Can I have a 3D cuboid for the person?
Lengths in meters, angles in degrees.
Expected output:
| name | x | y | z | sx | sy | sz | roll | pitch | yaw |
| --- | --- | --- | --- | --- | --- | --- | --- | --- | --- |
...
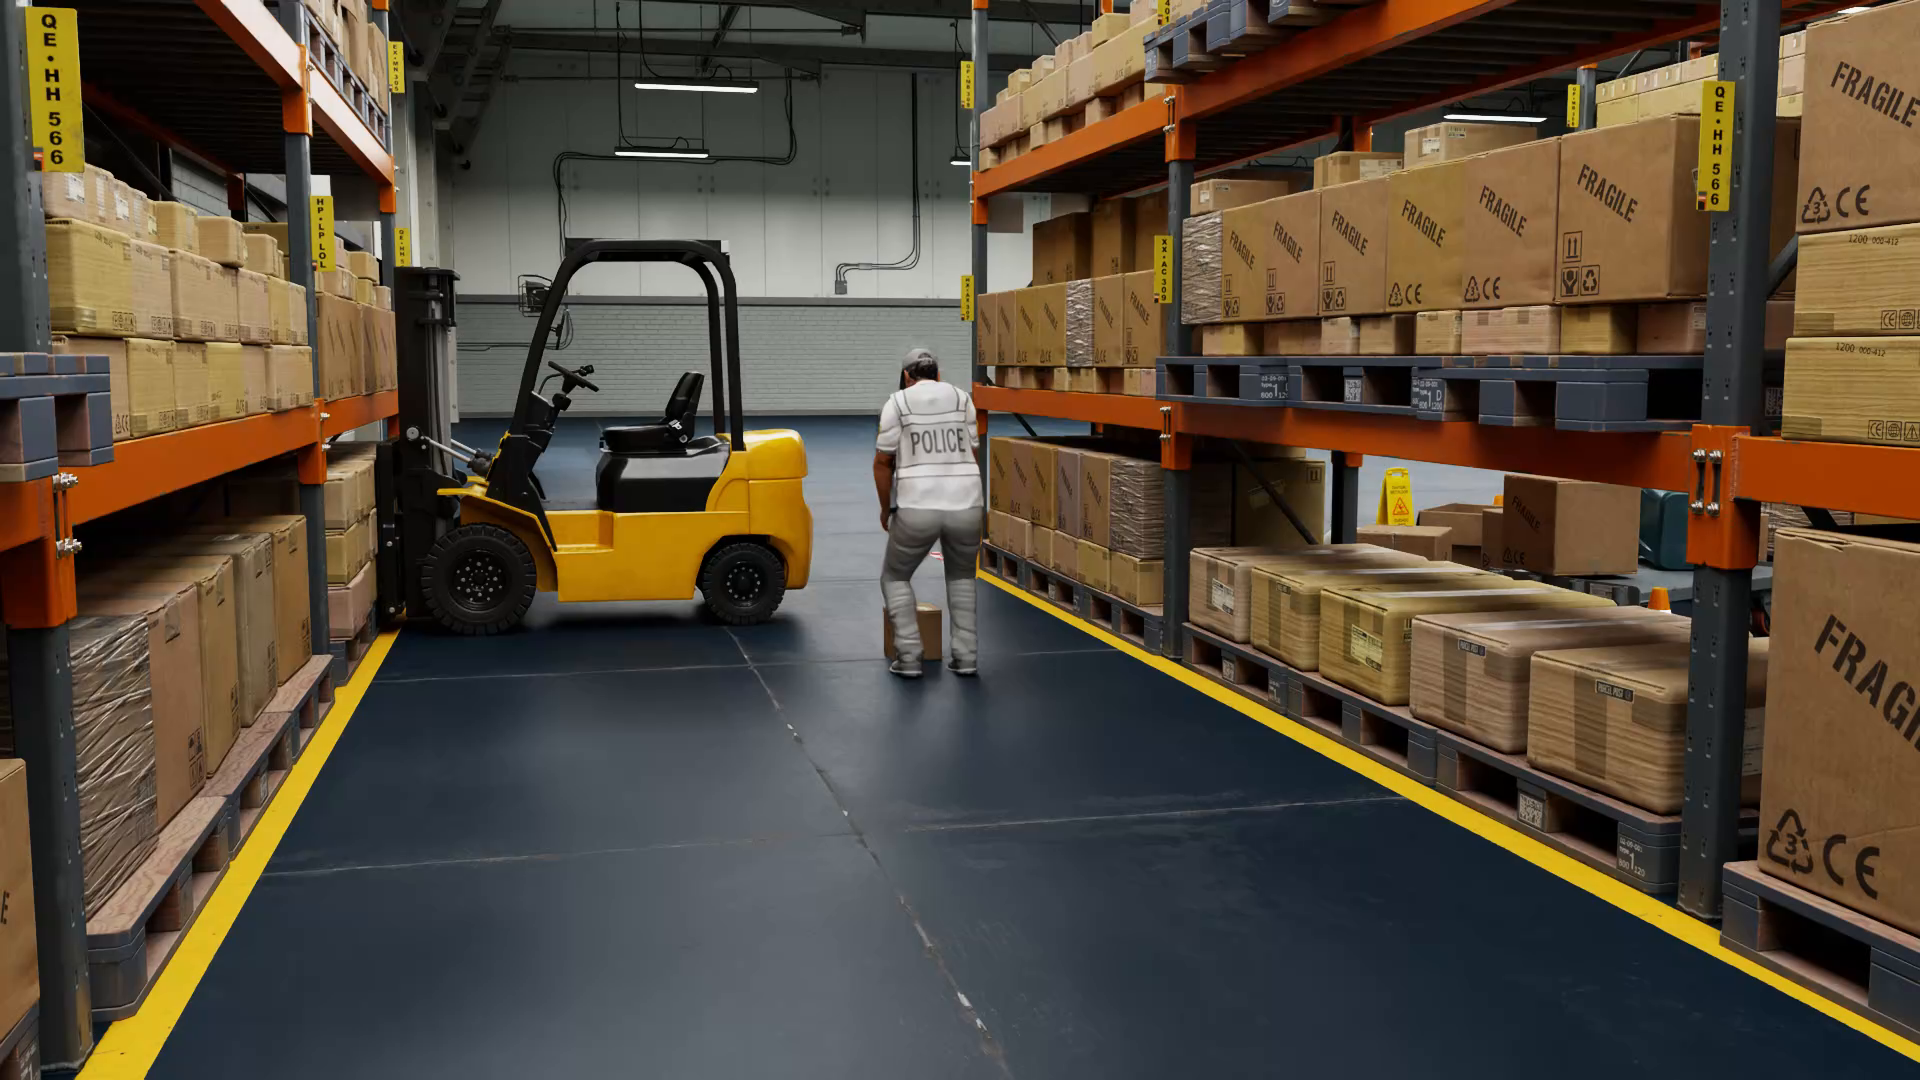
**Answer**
| name | x | y | z | sx | sy | sz | roll | pitch | yaw |
| --- | --- | --- | --- | --- | --- | --- | --- | --- | --- |
| person | -0.154 | -0.127 | 7.889 | 0.515 | 1.558 | 0.571 | -1 | 6 | -12 |
